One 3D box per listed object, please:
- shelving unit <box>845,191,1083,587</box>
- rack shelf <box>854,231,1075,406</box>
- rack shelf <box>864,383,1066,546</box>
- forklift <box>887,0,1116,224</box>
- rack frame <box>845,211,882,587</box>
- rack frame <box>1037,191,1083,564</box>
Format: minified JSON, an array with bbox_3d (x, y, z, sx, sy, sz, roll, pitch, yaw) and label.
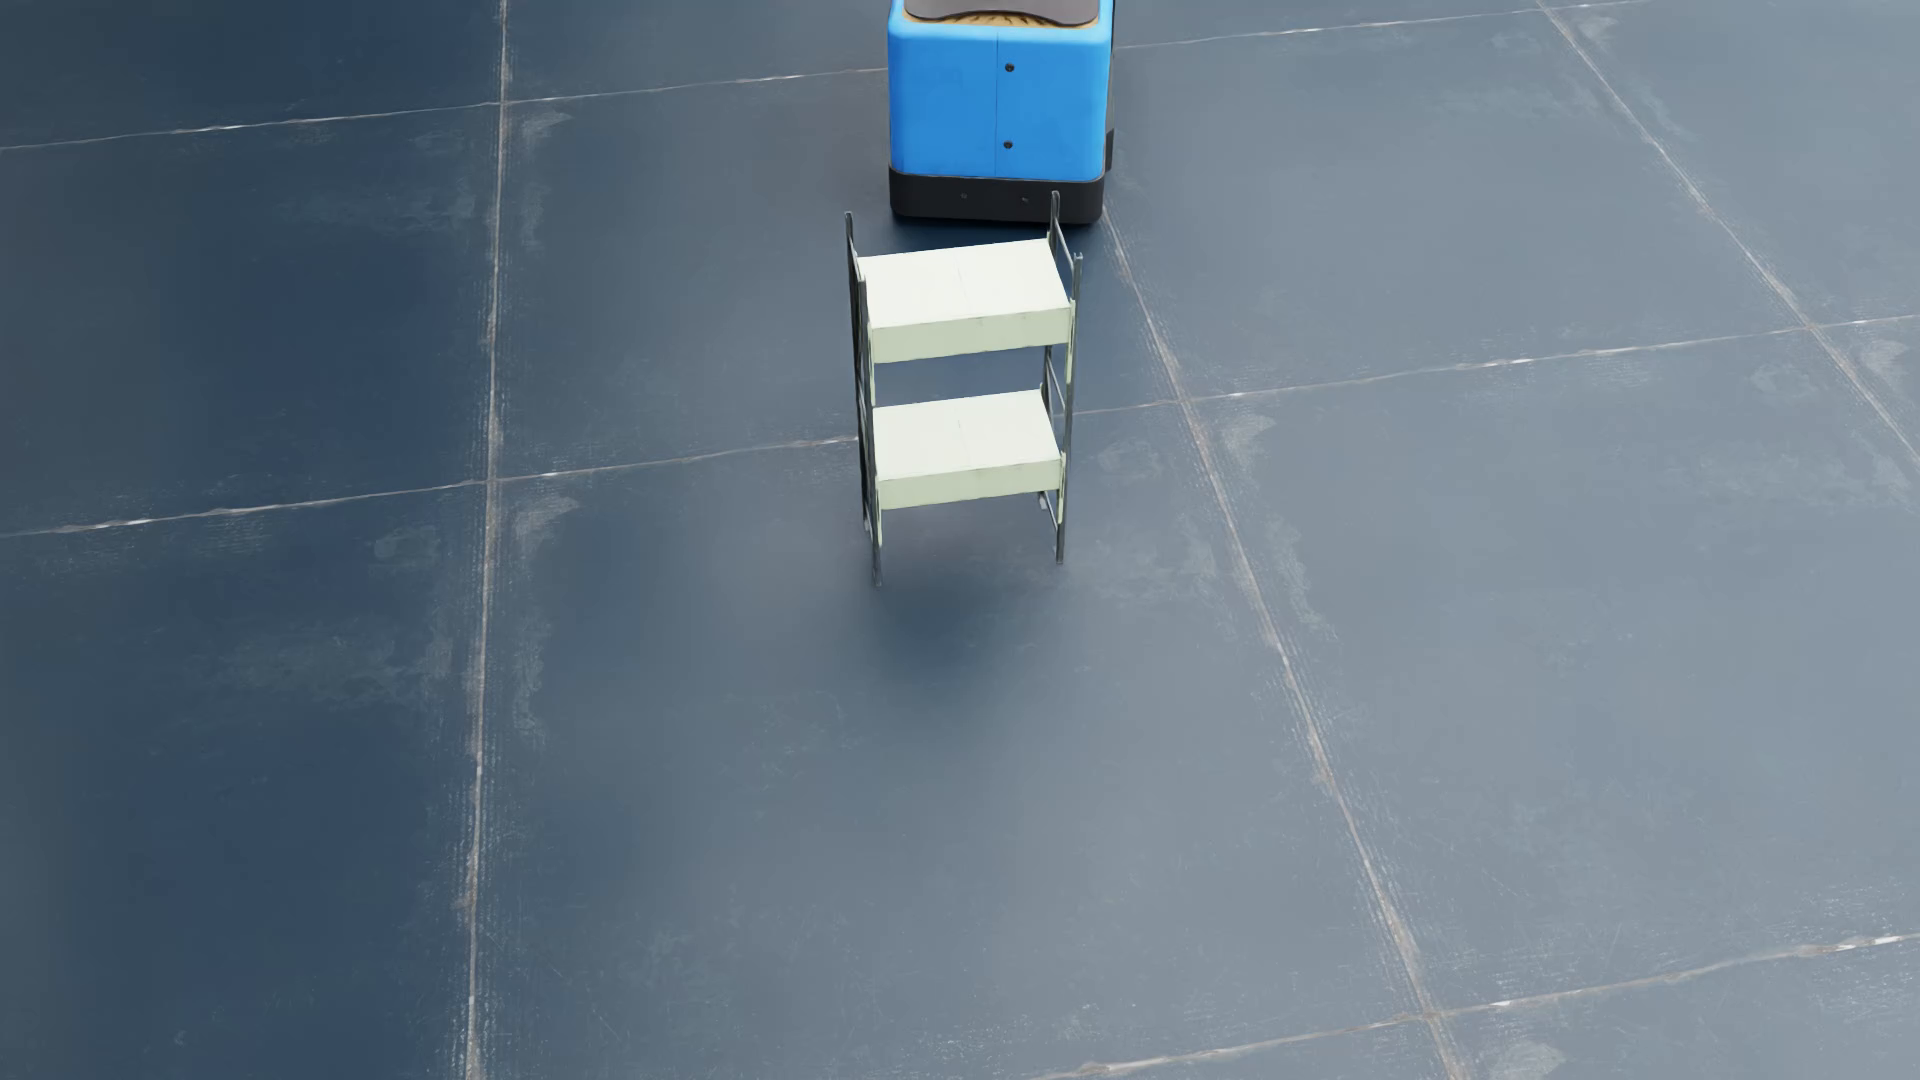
[{"bbox_3d":[0.007,-0.521,6.211,0.755,1.500,0.431,-7,46,-7],"label":"shelving unit"},{"bbox_3d":[0.007,-0.792,5.930,0.720,0.370,0.431,-7,46,-7],"label":"rack shelf"},{"bbox_3d":[0.007,-0.295,6.445,0.720,0.370,0.431,-7,46,-7],"label":"rack shelf"},{"bbox_3d":[0.289,-3.623,8.206,1.130,2.935,3.031,3,46,3],"label":"forklift"},{"bbox_3d":[-0.354,-0.476,6.167,0.023,1.500,0.400,-7,46,-7],"label":"rack frame"},{"bbox_3d":[0.367,-0.566,6.254,0.023,1.500,0.400,-7,46,-7],"label":"rack frame"}]
